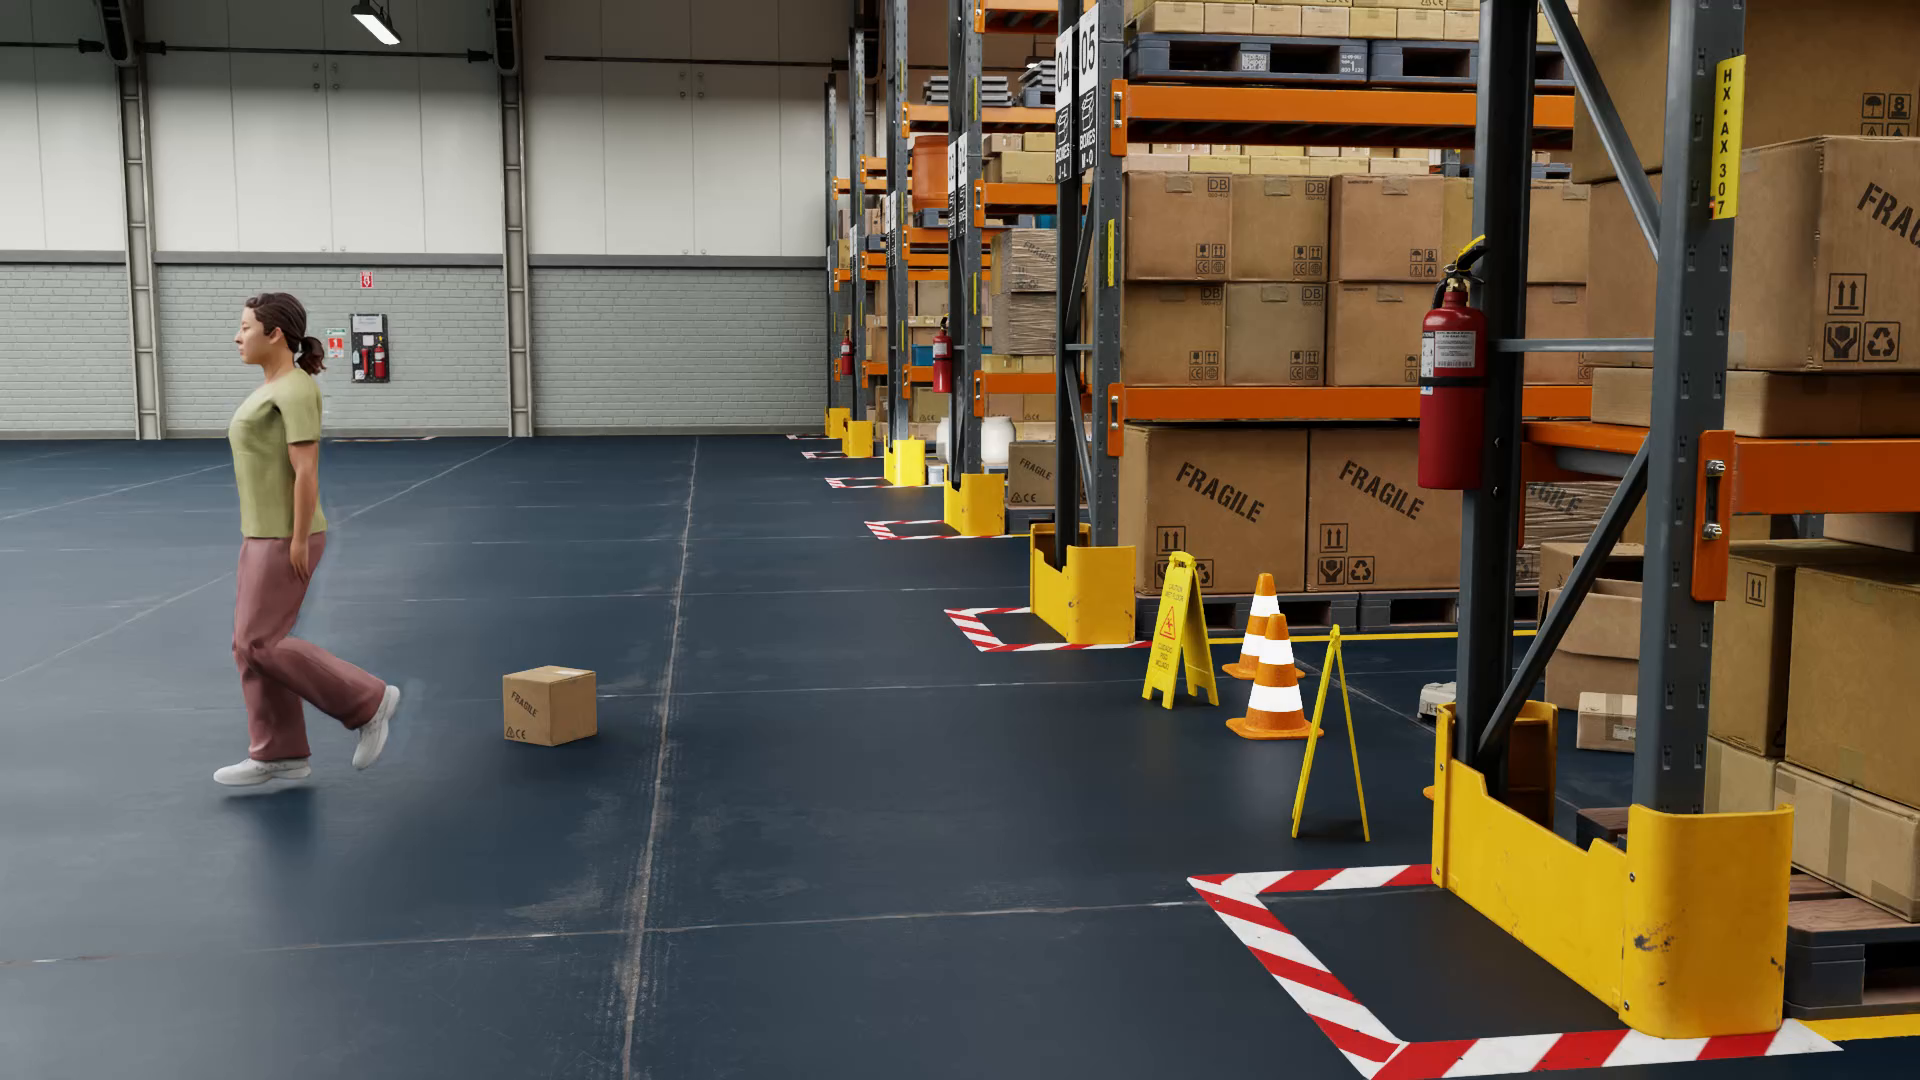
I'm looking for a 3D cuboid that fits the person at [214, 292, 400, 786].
[{"bbox_3d":[-2.252,-0.003,5.642,0.583,1.657,0.446,-4,8,-32],"label":"person"}]
